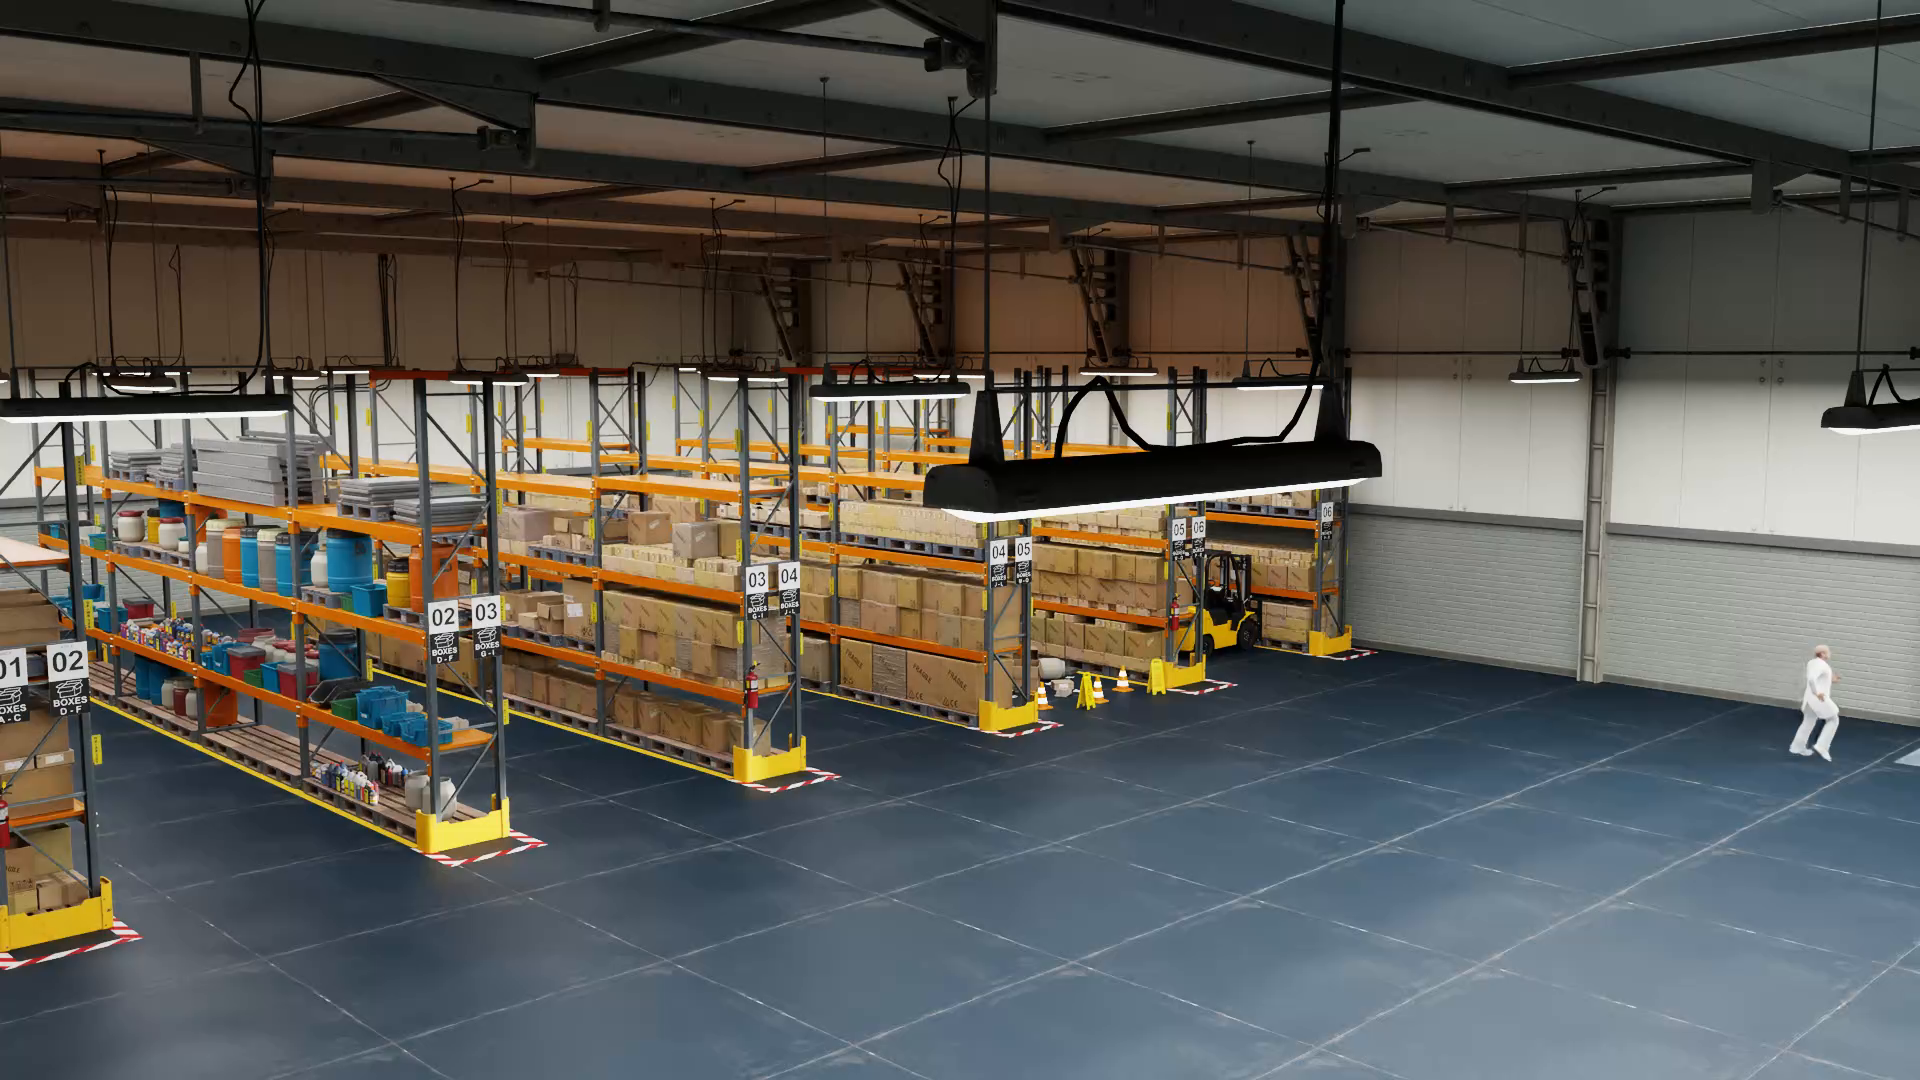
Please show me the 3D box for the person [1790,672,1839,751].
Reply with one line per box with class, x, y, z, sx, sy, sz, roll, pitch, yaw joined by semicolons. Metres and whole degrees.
person;13.337;2.576;25.946;0.681;1.438;0.367;0;6;0
